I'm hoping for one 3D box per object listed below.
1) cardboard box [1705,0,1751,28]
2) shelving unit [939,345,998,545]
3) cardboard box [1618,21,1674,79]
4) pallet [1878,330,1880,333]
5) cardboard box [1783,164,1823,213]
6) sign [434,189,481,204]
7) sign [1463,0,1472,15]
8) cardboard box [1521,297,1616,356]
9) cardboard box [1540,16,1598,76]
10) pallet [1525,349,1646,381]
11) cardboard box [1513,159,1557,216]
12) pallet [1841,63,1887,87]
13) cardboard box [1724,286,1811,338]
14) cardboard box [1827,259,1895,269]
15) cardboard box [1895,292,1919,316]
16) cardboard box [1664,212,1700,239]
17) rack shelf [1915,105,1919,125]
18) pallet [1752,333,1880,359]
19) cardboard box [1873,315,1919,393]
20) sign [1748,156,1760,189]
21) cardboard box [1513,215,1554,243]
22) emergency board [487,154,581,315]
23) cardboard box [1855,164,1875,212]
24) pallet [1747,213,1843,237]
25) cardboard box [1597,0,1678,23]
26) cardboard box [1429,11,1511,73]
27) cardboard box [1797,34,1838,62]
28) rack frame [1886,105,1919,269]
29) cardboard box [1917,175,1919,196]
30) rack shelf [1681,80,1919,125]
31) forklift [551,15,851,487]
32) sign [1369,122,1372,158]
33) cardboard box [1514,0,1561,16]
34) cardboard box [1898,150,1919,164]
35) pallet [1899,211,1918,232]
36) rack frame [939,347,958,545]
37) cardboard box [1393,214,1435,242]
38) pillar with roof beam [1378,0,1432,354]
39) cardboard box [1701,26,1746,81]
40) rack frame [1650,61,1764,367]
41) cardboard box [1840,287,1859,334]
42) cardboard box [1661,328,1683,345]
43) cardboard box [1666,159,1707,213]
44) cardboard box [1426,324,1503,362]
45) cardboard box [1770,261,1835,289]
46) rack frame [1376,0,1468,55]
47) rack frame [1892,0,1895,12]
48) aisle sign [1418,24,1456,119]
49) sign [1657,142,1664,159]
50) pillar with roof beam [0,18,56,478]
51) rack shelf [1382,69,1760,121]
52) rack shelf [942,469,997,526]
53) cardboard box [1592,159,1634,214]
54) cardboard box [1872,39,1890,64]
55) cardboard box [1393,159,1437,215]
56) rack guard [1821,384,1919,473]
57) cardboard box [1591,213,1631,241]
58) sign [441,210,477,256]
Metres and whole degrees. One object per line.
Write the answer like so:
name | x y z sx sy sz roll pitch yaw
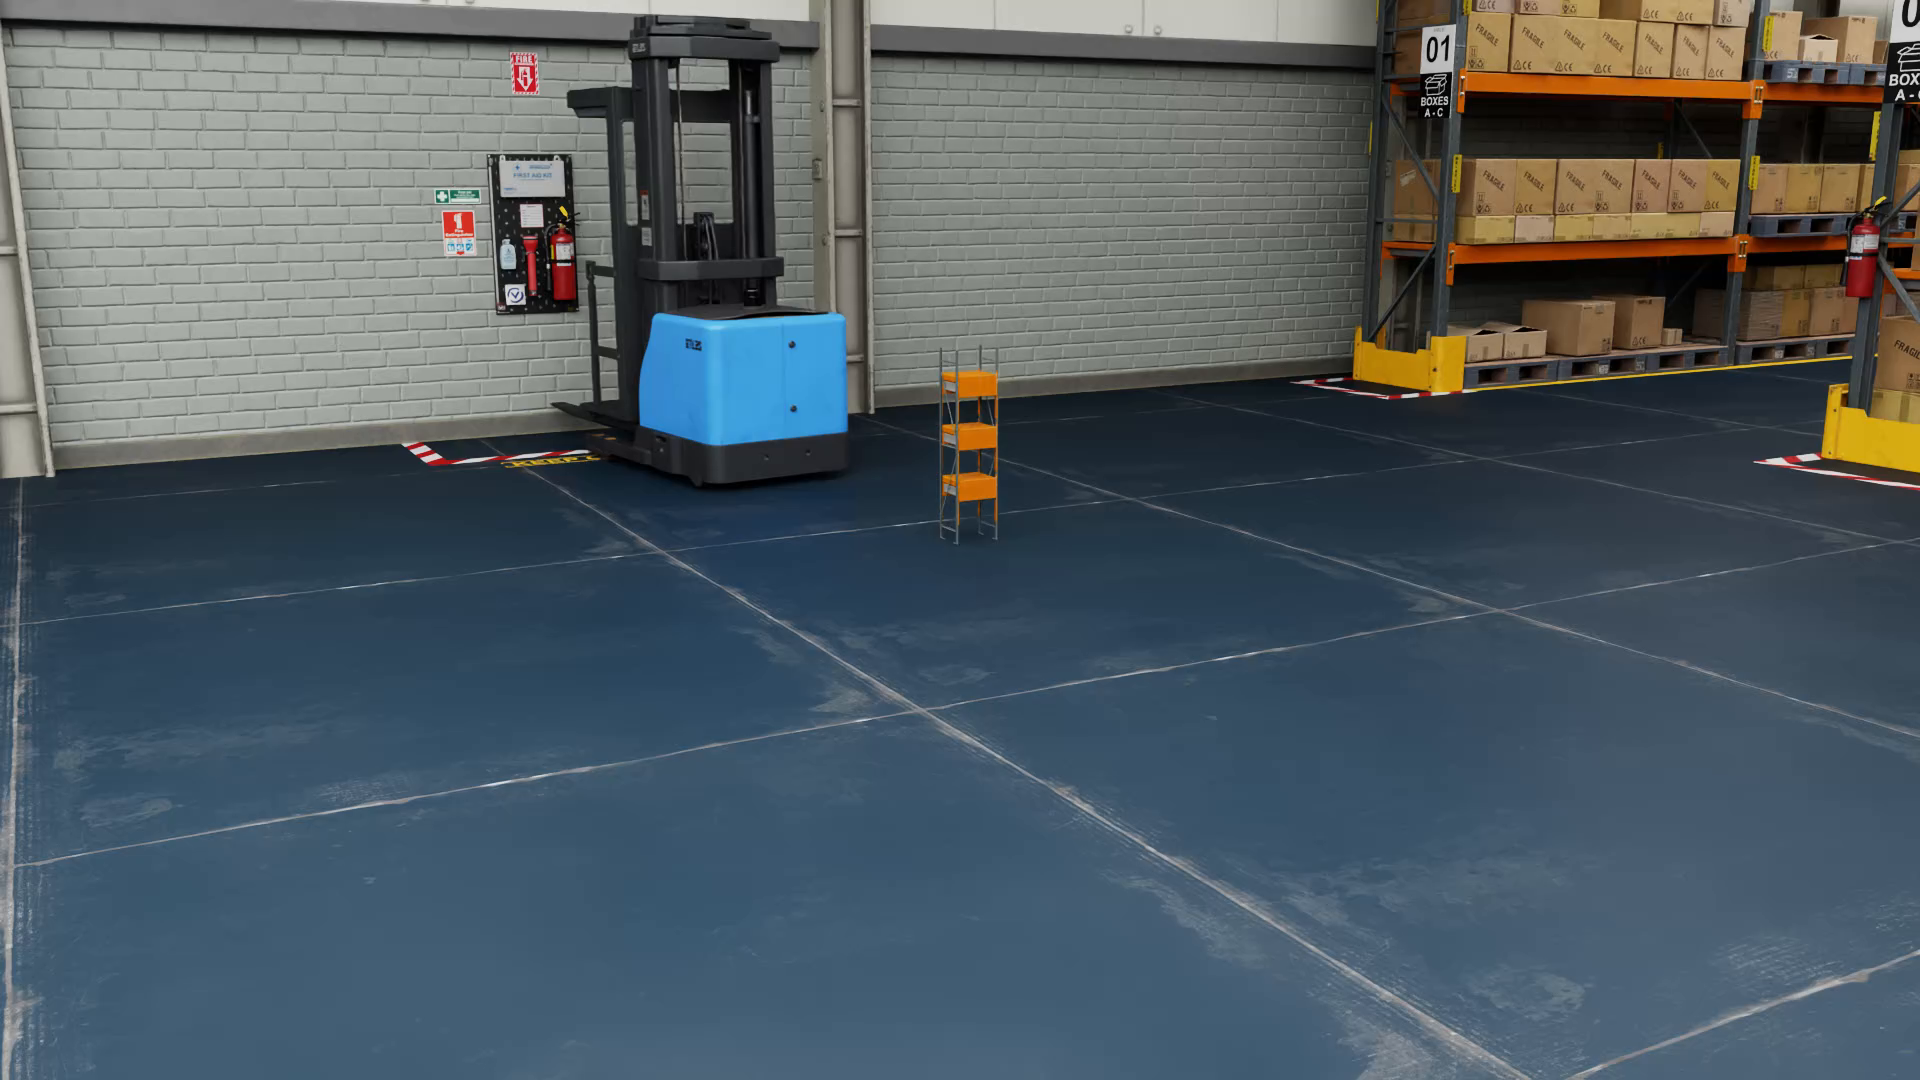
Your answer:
cardboard box | 7.318 -5.240 16.177 0.500 0.500 0.500 -8 15 -33
shelving unit | 0.047 -0.518 9.019 0.252 1.050 0.215 -7 14 -28
cardboard box | 6.385 -4.640 15.788 0.500 0.500 0.500 -7 15 -30
pallet | 10.452 -2.313 18.908 1.213 0.211 1.003 -7 14 -28
cardboard box | 8.585 -3.703 17.500 0.500 0.500 0.700 -5 14 -22
sign | -3.663 -2.507 12.129 0.331 0.109 0.001 -7 14 -28
sign | 4.377 -4.699 14.336 0.005 0.325 0.100 -7 14 -28
cardboard box | 5.936 -2.092 16.265 0.500 0.500 0.700 -8 15 -31
cardboard box | 5.472 -4.528 15.292 0.500 0.500 0.500 -6 14 -25
pallet | 5.983 -1.768 16.483 1.213 0.211 1.003 -7 14 -28
cardboard box | 5.118 -3.259 15.346 0.500 0.500 0.500 -7 14 -28
pallet | 9.130 -4.861 17.472 1.003 0.211 1.213 -7 14 -28
cardboard box | 8.695 -2.475 17.965 0.500 0.500 0.700 -7 15 -29
cardboard box | 10.001 -2.983 18.515 0.500 0.250 0.500 -7 14 -27
cardboard box | 10.532 -2.665 18.810 0.500 0.500 0.700 -7 14 -27
cardboard box | 6.916 -3.112 16.403 0.500 0.250 0.500 -7 14 -28
rack shelf | 12.894 -5.079 19.650 4.000 0.370 1.077 -7 14 -28
pallet | 9.383 -2.186 18.341 1.213 0.211 1.003 -7 14 -28
cardboard box | 6.822 -1.303 11.665 0.500 0.500 0.500 -7 14 -28
sign | 7.895 -3.653 16.540 0.005 0.325 0.100 -7 14 -28
cardboard box | 5.146 -2.898 15.451 0.500 0.250 0.500 -7 15 -30
emergency board | -3.137 -2.271 12.367 0.643 1.169 0.194 -7 14 -28
cardboard box | 9.648 -3.832 18.077 0.500 0.500 0.700 -7 14 -28
pallet | 8.368 -3.294 17.349 1.213 0.211 1.003 -7 14 -28
cardboard box | 6.389 -5.123 15.659 0.500 0.500 0.500 -7 15 -30
cardboard box | 4.530 -4.423 14.826 0.500 0.500 0.500 -6 14 -26
cardboard box | 8.687 -5.067 17.205 0.500 0.311 0.500 -6 14 -26
rack frame | 11.139 -3.756 18.966 0.127 3.000 1.000 -7 14 -28
cardboard box | 6.738 -2.402 11.245 0.250 0.149 0.380 -7 15 -29
rack shelf | 9.383 -4.658 17.780 4.000 0.370 1.077 -7 14 -28
forklift | -1.983 -2.036 11.479 1.130 2.935 3.031 -9 15 -35
sign | 3.868 -3.742 15.549 0.005 0.325 0.100 -7 14 -28
cardboard box | 5.036 -4.961 14.937 0.500 0.500 0.500 -7 14 -29
cardboard box | 10.575 -4.257 18.485 0.250 0.149 0.380 -10 16 -37
pallet | 10.564 -3.567 18.562 1.003 0.211 1.213 -7 14 -28
rack frame | -0.060 -0.505 8.962 0.008 1.050 0.200 -7 14 -28
cardboard box | 4.434 -2.937 15.625 0.500 0.250 0.500 -7 14 -27
pillar with roof beam | 6.380 -5.252 11.949 0.400 9.000 9.100 -7 14 -28
cardboard box | 7.301 -4.756 16.304 0.500 0.500 0.500 -6 14 -26
rack frame | 7.628 -3.335 17.096 0.127 3.000 1.000 -7 14 -28
cardboard box | 9.601 -2.576 18.413 0.500 0.500 0.700 -7 14 -28
cardboard box | 7.173 -2.105 17.083 0.250 0.166 0.380 -9 16 -35
cardboard box | 6.926 -3.474 16.304 0.500 0.500 0.500 -7 14 -28
cardboard box | 4.767 -1.872 15.719 0.500 0.311 0.500 -9 15 -34
cardboard box | 9.106 -2.879 18.053 0.500 0.250 0.500 -7 15 -29
rack frame | 4.117 -5.841 14.567 0.127 3.000 1.000 -7 14 -28
rack frame | 6.494 -4.887 10.327 0.127 3.000 1.000 -7 14 -28
aisle sign | 4.197 -4.117 14.650 0.004 0.787 0.394 -7 14 -28
sign | 7.359 -4.006 17.442 0.005 0.325 0.100 -7 14 -28
pillar with roof beam | -4.153 -3.989 6.339 0.400 9.000 9.100 -7 14 -28
rack shelf | 5.872 -4.237 15.910 4.000 0.370 1.077 -7 14 -28
rack shelf | 0.047 -0.236 9.082 0.240 0.259 0.215 -7 14 -28
cardboard box | 6.022 -3.369 15.834 0.500 0.500 0.500 -6 14 -26
cardboard box | 9.956 -5.161 18.096 0.637 0.503 0.797 -5 14 -20
cardboard box | 4.429 -3.307 15.560 0.500 0.500 0.500 -7 14 -28
rack guard | 6.473 -0.738 11.249 0.348 0.500 1.175 -7 14 -28
cardboard box | 6.041 -3.003 15.919 0.500 0.250 0.500 -7 14 -27
sign | -3.672 -2.250 12.192 0.234 0.329 0.001 -7 14 -28
